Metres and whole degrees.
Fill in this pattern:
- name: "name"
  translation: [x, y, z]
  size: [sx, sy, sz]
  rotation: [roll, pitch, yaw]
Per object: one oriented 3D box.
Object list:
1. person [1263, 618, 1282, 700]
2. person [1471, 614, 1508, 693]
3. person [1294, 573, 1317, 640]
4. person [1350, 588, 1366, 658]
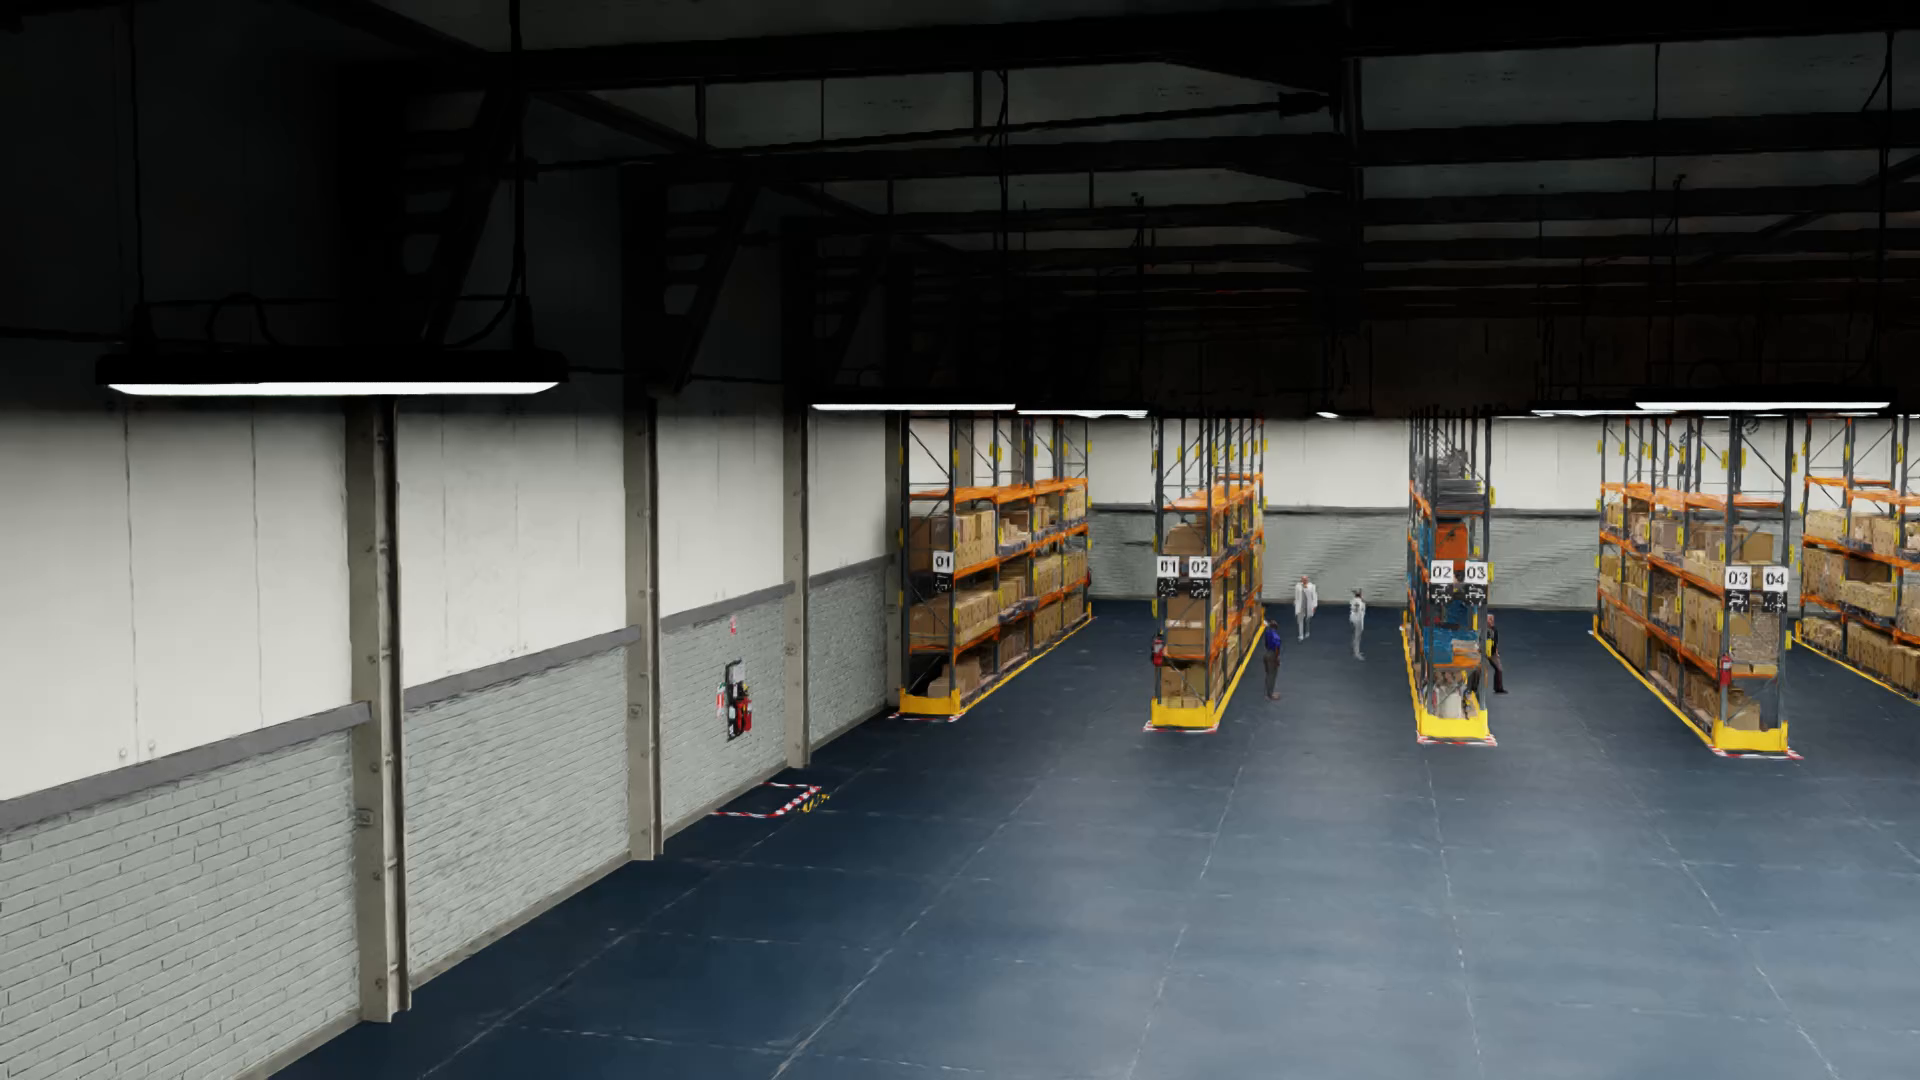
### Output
- name: "person"
  translation: [6.449, 2.429, 34.214]
  size: [0.422, 1.663, 0.502]
  rotation: [-1, 4, -17]
- name: "person"
  translation: [11.071, 2.373, 34.942]
  size: [0.644, 1.673, 0.751]
  rotation: [-1, 4, -12]
- name: "person"
  translation: [9.047, 1.734, 43.554]
  size: [0.600, 1.725, 1.110]
  rotation: [1, 4, 13]
- name: "person"
  translation: [9.634, 1.993, 40.174]
  size: [0.408, 1.680, 0.538]
  rotation: [-1, 4, -16]
